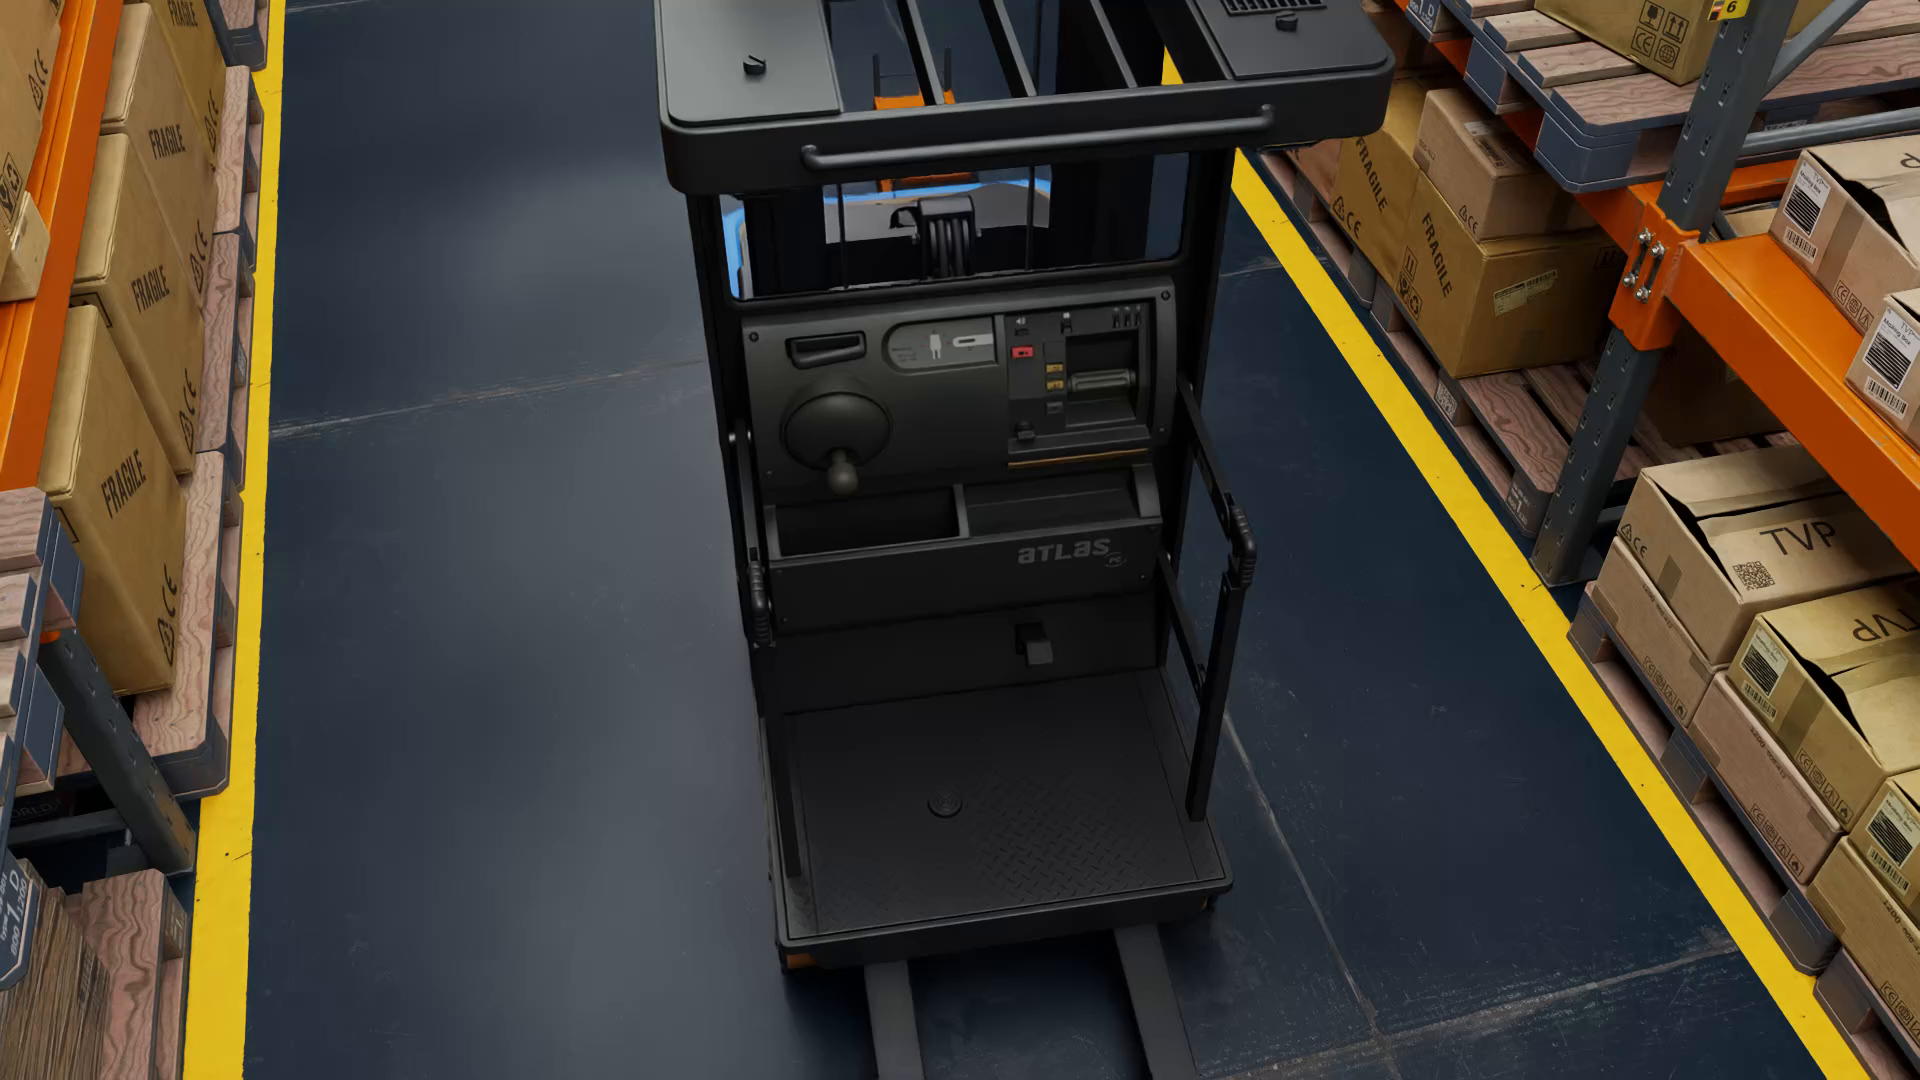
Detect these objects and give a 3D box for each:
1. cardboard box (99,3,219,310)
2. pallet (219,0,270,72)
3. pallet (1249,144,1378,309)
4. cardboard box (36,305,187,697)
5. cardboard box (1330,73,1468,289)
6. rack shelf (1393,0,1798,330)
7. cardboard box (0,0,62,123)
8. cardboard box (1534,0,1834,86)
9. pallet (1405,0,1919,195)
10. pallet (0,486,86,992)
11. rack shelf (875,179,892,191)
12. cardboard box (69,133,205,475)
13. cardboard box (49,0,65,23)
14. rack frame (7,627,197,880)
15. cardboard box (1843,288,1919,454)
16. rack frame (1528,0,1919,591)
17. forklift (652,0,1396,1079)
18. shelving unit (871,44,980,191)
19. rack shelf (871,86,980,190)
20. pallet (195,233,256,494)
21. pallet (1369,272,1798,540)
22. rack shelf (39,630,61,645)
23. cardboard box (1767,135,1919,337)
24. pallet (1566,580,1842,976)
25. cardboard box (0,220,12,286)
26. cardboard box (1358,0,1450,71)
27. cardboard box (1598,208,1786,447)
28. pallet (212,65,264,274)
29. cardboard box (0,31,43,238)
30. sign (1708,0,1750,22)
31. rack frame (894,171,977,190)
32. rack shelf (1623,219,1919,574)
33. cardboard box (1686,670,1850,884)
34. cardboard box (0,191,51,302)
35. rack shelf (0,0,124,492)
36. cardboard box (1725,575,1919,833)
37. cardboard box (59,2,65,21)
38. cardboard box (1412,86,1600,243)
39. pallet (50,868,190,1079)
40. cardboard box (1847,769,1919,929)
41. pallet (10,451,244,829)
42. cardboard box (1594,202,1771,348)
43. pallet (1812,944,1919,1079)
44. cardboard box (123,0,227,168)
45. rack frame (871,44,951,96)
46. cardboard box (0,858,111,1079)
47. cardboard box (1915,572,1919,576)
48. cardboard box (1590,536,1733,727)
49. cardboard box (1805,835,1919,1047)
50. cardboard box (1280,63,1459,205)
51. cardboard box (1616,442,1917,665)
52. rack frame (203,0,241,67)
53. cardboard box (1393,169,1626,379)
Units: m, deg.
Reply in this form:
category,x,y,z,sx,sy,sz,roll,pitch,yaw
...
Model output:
category,x,y,z,sx,sy,sz,roll,pitch,yaw
cardboard box,-3.020,-1.239,5.575,0.750,0.750,0.750,-9,46,-9
pallet,-3.662,-2.446,7.499,1.003,0.211,1.213,-11,47,-10
pallet,1.806,-1.417,6.491,1.003,0.211,1.213,-11,47,-10
cardboard box,-2.580,-0.047,4.407,0.750,0.750,0.750,-11,47,-11
cardboard box,1.670,-1.269,5.835,0.500,0.500,0.500,-12,47,-12
rack shelf,1.757,-2.159,5.769,1.077,0.370,4.000,-11,47,-10
cardboard box,-2.647,-1.356,4.186,0.500,0.500,0.500,-11,47,-10
cardboard box,1.999,-1.626,4.379,0.700,0.500,0.500,-26,51,-23
pallet,2.028,-1.418,4.673,1.213,0.211,1.003,-11,47,-10
pallet,-2.233,0.418,2.874,1.213,0.211,1.003,-11,47,-10
rack shelf,-0.109,-1.003,5.174,0.258,0.148,0.480,-7,46,-6
cardboard box,-2.798,-0.653,5.001,0.750,0.750,0.750,-11,47,-11
cardboard box,-2.788,-1.714,4.537,0.500,0.500,0.500,-10,46,-9
rack frame,-2.519,-0.121,3.269,1.000,3.000,0.127,-11,47,-10
cardboard box,2.311,-0.345,3.551,0.500,0.311,0.500,-11,47,-11
rack frame,2.269,-1.030,4.159,1.000,3.000,0.127,-11,47,-10
forklift,0.045,-0.233,3.427,1.130,2.935,3.031,-7,46,-6
shelving unit,-0.109,-0.893,5.285,0.258,1.200,0.503,-7,46,-6
rack shelf,-0.109,-1.168,5.005,0.258,0.148,0.480,-7,46,-6
pallet,-2.956,-0.544,5.635,1.003,0.211,1.213,-11,47,-10
pallet,2.114,-0.576,5.667,1.003,0.211,1.213,-11,47,-10
rack shelf,-2.007,1.511,2.172,1.077,0.370,4.000,-11,47,-10
cardboard box,2.320,-0.739,3.937,0.500,0.311,0.500,-8,46,-8
pallet,2.442,0.522,4.591,1.003,0.211,1.213,-11,47,-10
cardboard box,-2.396,-0.649,3.494,0.500,0.500,0.500,-9,46,-9
cardboard box,1.518,-1.918,5.946,0.500,0.250,0.500,-12,47,-11
cardboard box,2.429,-0.675,5.254,0.500,0.500,0.500,-9,46,-9
pallet,-3.272,-1.388,6.462,1.003,0.211,1.213,-11,47,-10
cardboard box,-2.521,-1.013,3.850,0.500,0.500,0.500,-9,46,-9
sign,1.747,-1.301,3.670,0.100,0.325,0.005,-11,47,-10
rack frame,-0.069,-0.721,5.117,0.240,1.200,0.015,-7,46,-6
rack shelf,2.781,0.603,3.062,1.077,0.370,4.000,-11,47,-10
cardboard box,2.249,0.548,4.244,0.500,0.250,0.500,-12,47,-11
cardboard box,-2.421,-0.684,3.982,0.380,0.149,0.250,-9,46,-9
rack shelf,-3.031,-1.250,4.879,1.077,0.370,4.000,-11,47,-10
cardboard box,2.262,0.366,4.030,0.500,0.311,0.500,-12,47,-11
cardboard box,-2.843,-1.550,4.830,0.380,0.149,0.250,-9,46,-9
cardboard box,1.784,-1.212,5.255,0.500,0.250,0.500,-9,46,-9
pallet,-2.320,1.395,3.735,1.003,0.211,1.213,-11,47,-10
cardboard box,2.390,0.719,3.684,0.500,0.311,0.500,-12,47,-11
pallet,-2.648,0.297,4.811,1.003,0.211,1.213,-11,47,-10
cardboard box,2.289,-1.036,5.607,0.500,0.500,0.500,-12,47,-12
pallet,2.751,1.363,3.767,1.003,0.211,1.213,-11,47,-10
cardboard box,-3.251,-1.852,6.176,0.750,0.750,0.750,-10,46,-10
rack frame,-0.148,-1.065,5.454,0.240,1.200,0.015,-7,46,-6
cardboard box,-2.284,1.087,3.526,0.700,0.500,0.500,-10,46,-10
cardboard box,2.641,-0.094,4.480,0.500,0.311,0.500,-10,46,-9
cardboard box,2.119,0.201,4.584,0.500,0.250,0.500,-11,47,-10
cardboard box,2.388,0.906,3.893,0.500,0.250,0.500,-12,47,-11
cardboard box,1.530,-1.630,6.189,0.500,0.500,0.500,-12,47,-12
cardboard box,2.119,0.005,4.384,0.500,0.311,0.500,-9,46,-9
rack frame,-3.543,-2.883,5.975,1.000,3.000,0.127,-11,47,-10
cardboard box,1.803,-0.911,5.485,0.500,0.500,0.500,-9,46,-9
